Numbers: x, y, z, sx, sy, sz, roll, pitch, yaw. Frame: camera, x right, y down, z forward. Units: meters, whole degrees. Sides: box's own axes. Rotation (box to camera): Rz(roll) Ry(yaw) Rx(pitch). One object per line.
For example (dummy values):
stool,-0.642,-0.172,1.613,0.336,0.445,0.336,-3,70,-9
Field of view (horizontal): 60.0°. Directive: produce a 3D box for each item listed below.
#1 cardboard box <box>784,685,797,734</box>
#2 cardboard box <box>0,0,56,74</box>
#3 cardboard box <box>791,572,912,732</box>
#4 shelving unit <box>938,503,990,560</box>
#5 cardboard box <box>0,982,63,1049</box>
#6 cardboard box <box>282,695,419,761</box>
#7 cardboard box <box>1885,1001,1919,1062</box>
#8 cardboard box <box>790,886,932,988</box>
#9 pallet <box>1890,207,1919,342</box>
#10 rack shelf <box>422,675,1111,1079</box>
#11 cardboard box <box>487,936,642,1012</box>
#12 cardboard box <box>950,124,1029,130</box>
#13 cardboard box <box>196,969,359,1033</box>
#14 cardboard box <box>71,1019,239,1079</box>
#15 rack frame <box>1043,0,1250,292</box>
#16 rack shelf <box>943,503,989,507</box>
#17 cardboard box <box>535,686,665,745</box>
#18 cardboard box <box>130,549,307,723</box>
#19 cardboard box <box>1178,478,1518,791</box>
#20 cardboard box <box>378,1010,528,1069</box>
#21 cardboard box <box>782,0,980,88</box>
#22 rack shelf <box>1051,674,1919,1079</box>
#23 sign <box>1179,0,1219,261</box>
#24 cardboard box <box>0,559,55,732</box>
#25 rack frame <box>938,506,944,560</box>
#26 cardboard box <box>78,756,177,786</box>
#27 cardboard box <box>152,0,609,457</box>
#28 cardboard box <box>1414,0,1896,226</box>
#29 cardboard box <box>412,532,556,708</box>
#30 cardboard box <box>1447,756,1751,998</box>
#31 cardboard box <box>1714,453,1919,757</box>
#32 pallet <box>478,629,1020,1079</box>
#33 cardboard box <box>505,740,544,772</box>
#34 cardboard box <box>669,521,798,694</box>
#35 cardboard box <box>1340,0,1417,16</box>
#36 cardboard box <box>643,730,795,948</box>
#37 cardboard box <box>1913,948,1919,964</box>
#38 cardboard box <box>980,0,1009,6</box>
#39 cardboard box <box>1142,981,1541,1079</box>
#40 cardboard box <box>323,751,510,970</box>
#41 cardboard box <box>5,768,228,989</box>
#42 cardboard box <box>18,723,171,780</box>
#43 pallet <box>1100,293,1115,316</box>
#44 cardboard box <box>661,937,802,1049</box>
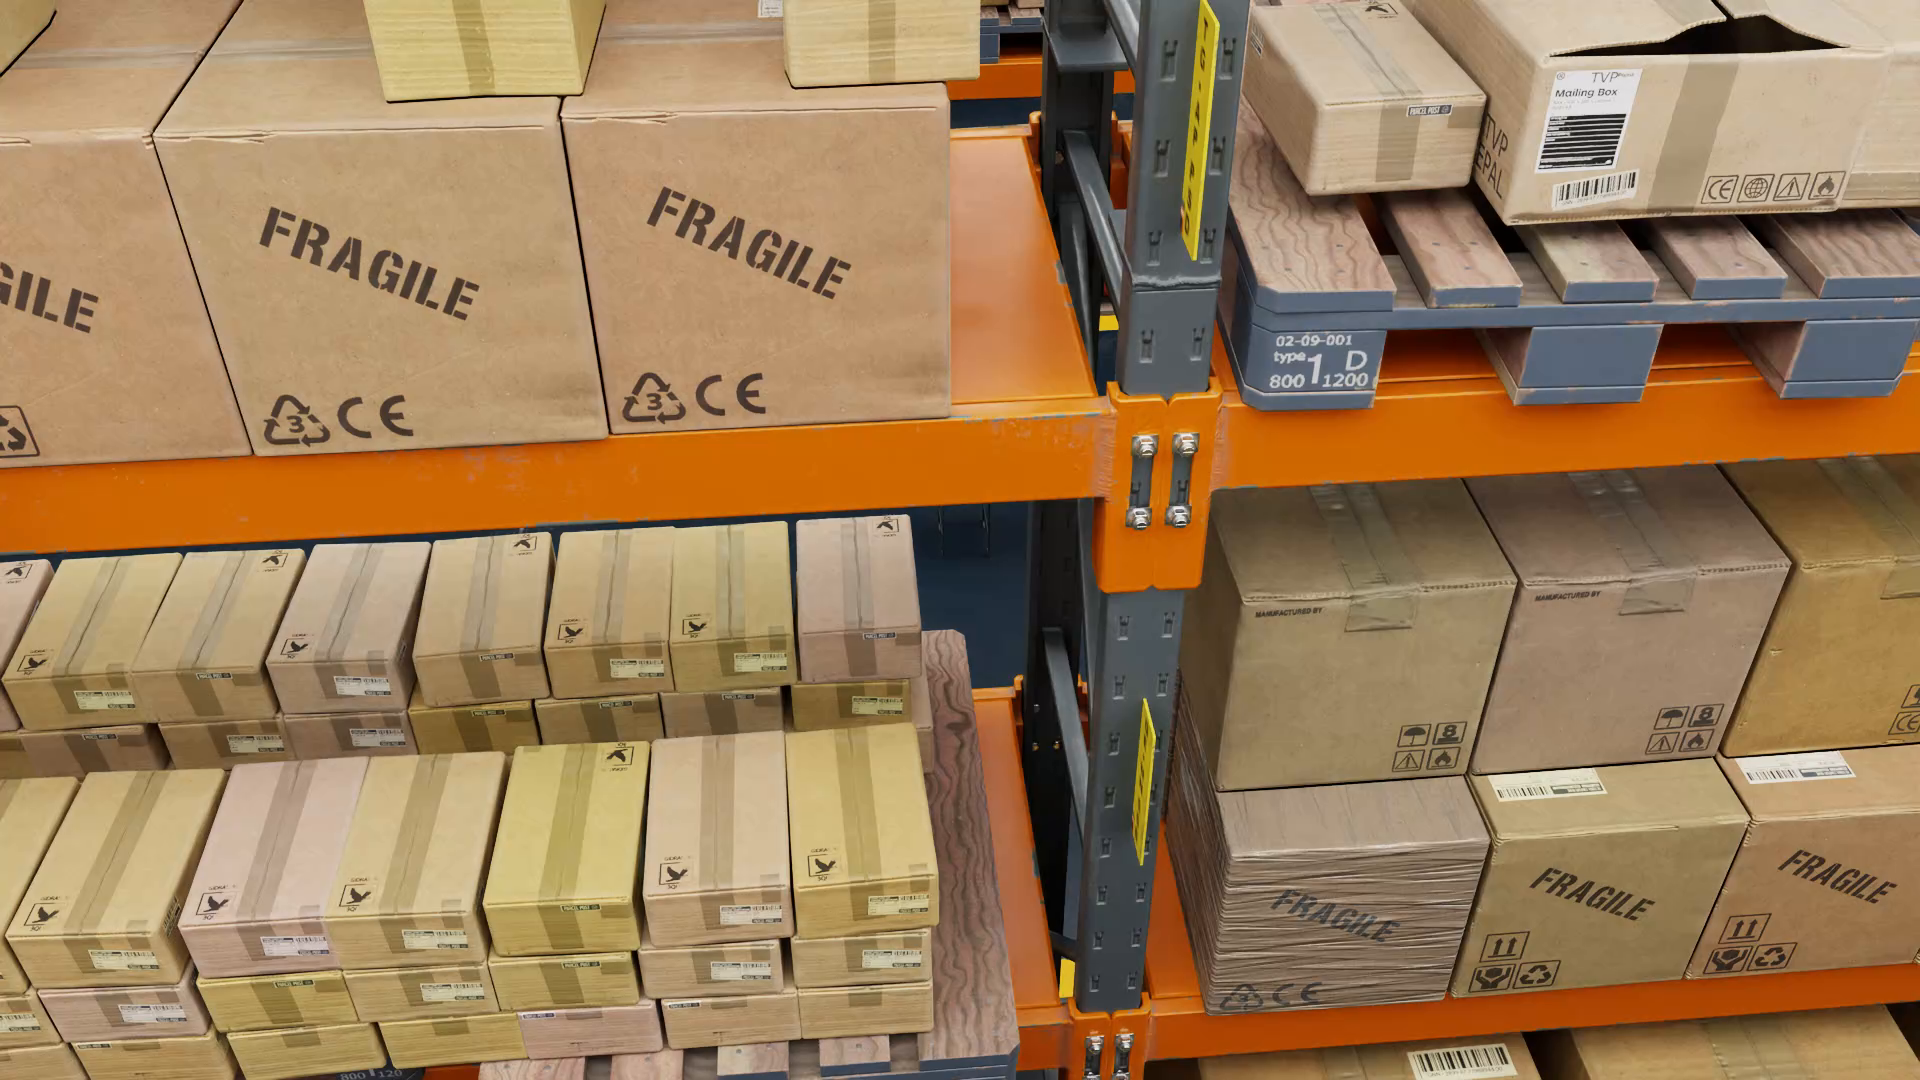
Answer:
cardboard box,-0.468,0.364,3.731,0.250,0.149,0.380,-1,38,-2
cardboard box,-1.396,-0.736,2.141,0.258,0.266,0.396,-3,38,-4
cardboard box,-0.236,0.235,3.654,0.250,0.149,0.380,-2,38,-2
shelving unit,0.014,-0.472,6.379,0.189,1.200,0.258,-3,38,-4
cardboard box,-1.731,0.727,3.031,0.250,0.149,0.380,-4,38,-5
cardboard box,-1.271,0.295,3.578,0.250,0.149,0.380,-3,38,-4
cardboard box,2.676,1.154,4.342,0.750,0.750,1.050,-3,38,-4
cardboard box,-0.189,0.640,3.140,0.250,0.149,0.380,-2,38,-3
pallet,2.013,-0.719,2.971,1.213,0.211,1.003,-1,38,-2
rack shelf,-1.729,0.908,3.759,4.000,0.370,1.077,-3,38,-4
cardboard box,-0.716,0.672,3.100,0.250,0.149,0.380,-2,38,-3
cardboard box,0.288,-1.691,8.254,0.625,0.372,0.950,-6,39,-7
cardboard box,-1.214,0.698,3.068,0.250,0.149,0.380,-3,38,-4
cardboard box,-1.466,0.827,3.144,0.250,0.149,0.380,-2,38,-3
rack frame,0.263,-1.840,1.817,0.127,3.000,1.000,-3,38,-4
rack shelf,0.014,-0.249,6.556,0.180,0.103,0.258,-3,38,-4
cardboard box,-0.772,0.268,3.613,0.250,0.149,0.380,-4,38,-5
cardboard box,-1.524,0.195,3.465,0.250,0.149,0.380,-2,38,-3
cardboard box,0.711,0.065,3.358,0.500,0.500,0.700,-3,38,-4
cardboard box,-0.940,0.798,3.181,0.250,0.149,0.380,-4,38,-5
cardboard box,-0.117,-0.819,2.247,0.258,0.266,0.396,-3,38,-4
rack shelf,2.255,0.688,4.037,4.000,0.370,1.077,-3,38,-4
sign,0.309,-0.530,2.161,0.005,0.325,0.100,-3,38,-4
cardboard box,-2.040,0.222,3.431,0.250,0.149,0.380,-5,39,-6
rack frame,-0.077,-0.467,6.373,0.006,1.200,0.240,-3,38,-4
cardboard box,-1.780,0.437,3.639,0.250,0.149,0.380,-4,38,-5
cardboard box,-0.780,-0.478,2.432,0.500,0.500,0.500,-3,38,-4
cardboard box,1.003,-0.735,2.491,0.500,0.311,0.500,-3,38,-4
cardboard box,-0.991,0.163,3.506,0.250,0.149,0.380,-5,39,-6
cardboard box,1.240,0.589,3.502,0.500,0.500,0.500,-3,38,-4
cardboard box,1.726,0.007,3.431,0.500,0.500,0.700,-4,38,-5
pallet,-0.437,0.696,3.602,1.003,0.211,1.213,-3,38,-4
cardboard box,-1.005,0.395,3.692,0.250,0.149,0.380,-1,38,-2
cardboard box,-0.482,0.138,3.537,0.250,0.149,0.380,-4,38,-5
cardboard box,0.840,-0.943,2.871,0.250,0.166,0.380,-3,38,-4
cardboard box,-0.435,0.538,3.030,0.250,0.149,0.380,-4,38,-5
cardboard box,2.239,0.535,3.569,0.500,0.500,0.500,-4,38,-4
cardboard box,0.064,-2.502,7.364,0.250,0.149,0.380,-5,39,-7
cardboard box,0.877,1.256,4.214,0.750,0.750,1.050,-4,38,-5
cardboard box,-0.961,0.569,2.991,0.250,0.149,0.380,-2,38,-3
cardboard box,-1.473,0.595,2.958,0.250,0.149,0.380,-1,38,-2
cardboard box,-1.787,0.324,3.542,0.250,0.149,0.380,-2,38,-2
pallet,0.502,-1.480,8.456,1.213,0.211,1.003,-3,38,-4
cardboard box,-0.435,0.772,3.213,0.250,0.149,0.380,-3,38,-4
